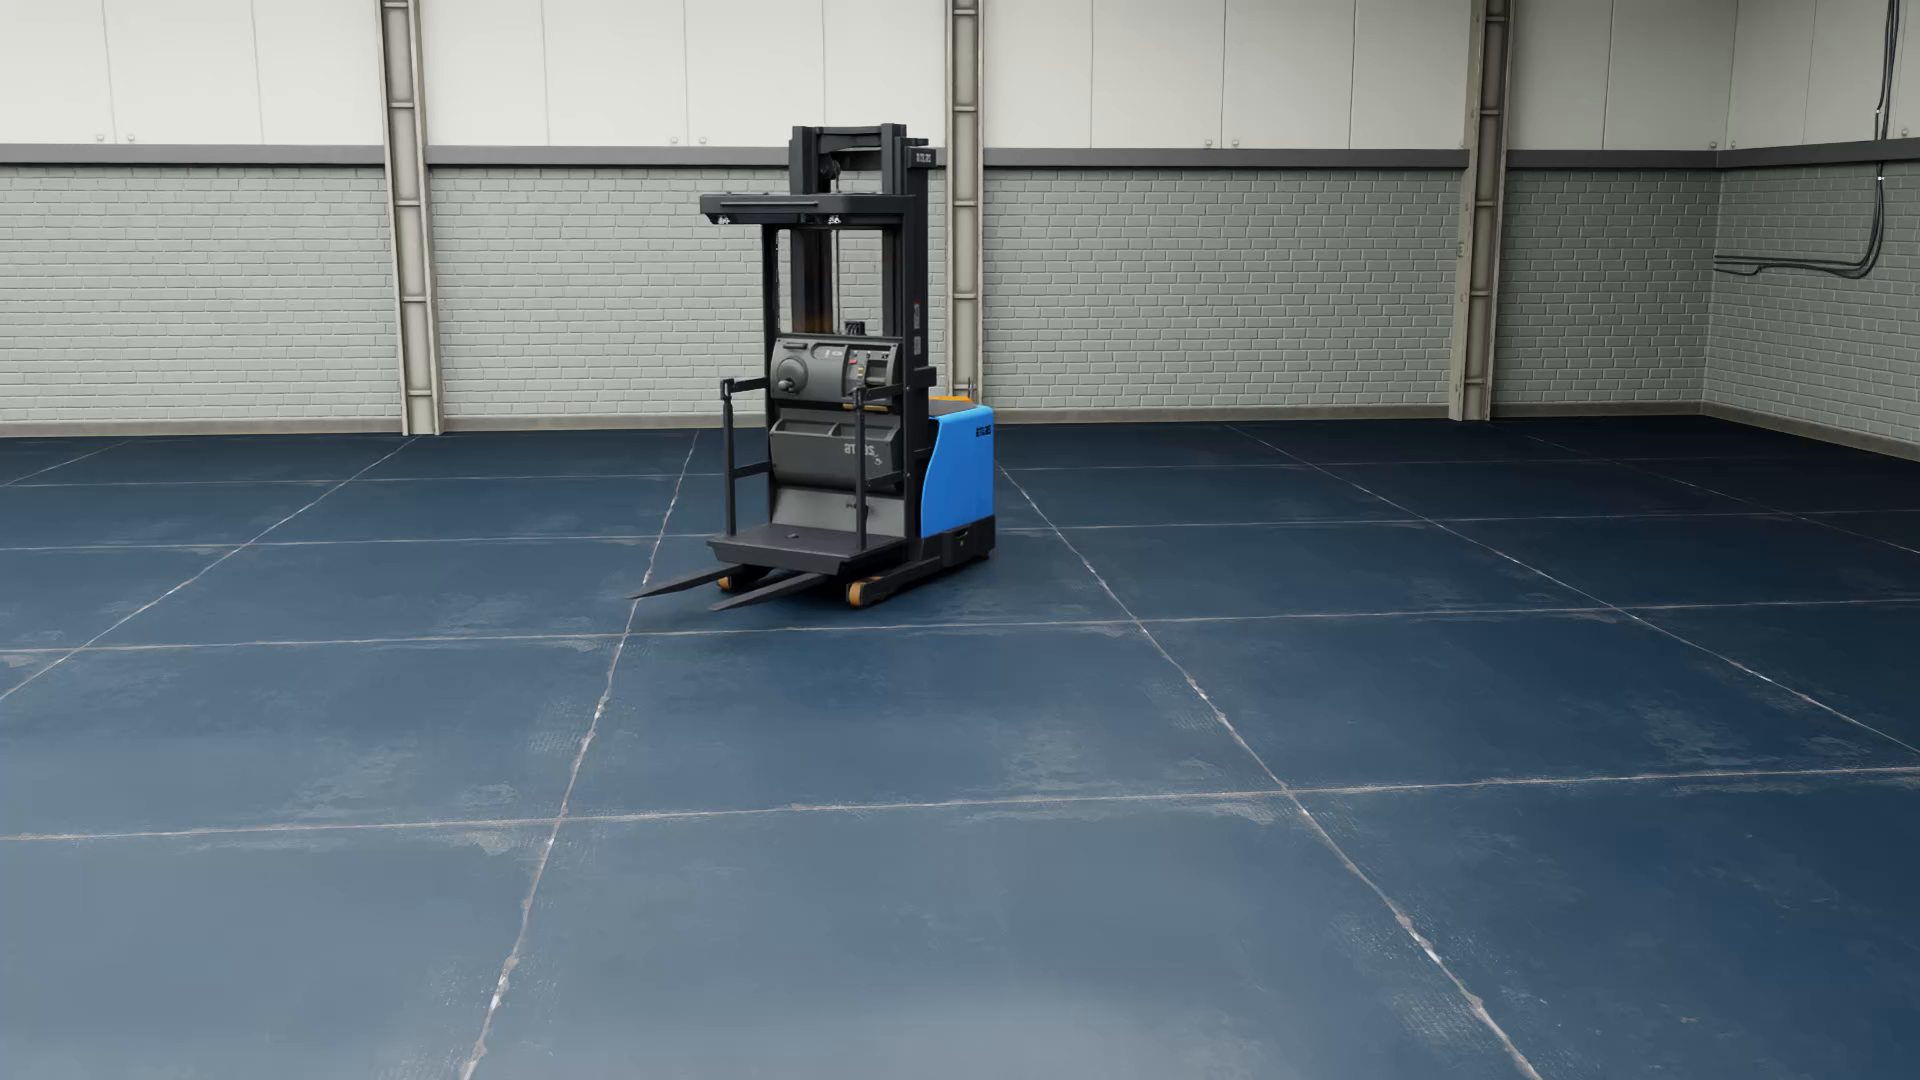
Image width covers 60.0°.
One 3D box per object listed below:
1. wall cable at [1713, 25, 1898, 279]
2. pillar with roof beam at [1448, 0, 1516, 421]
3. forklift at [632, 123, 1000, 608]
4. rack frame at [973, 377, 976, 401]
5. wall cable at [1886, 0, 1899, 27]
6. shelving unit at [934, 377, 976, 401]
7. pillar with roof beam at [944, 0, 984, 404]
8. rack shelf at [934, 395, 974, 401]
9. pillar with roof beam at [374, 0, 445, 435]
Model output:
[{"bbox_3d":[9.081,-4.130,18.096,0.112,2.526,3.097,-1,11,-6],"label":"wall cable"},{"bbox_3d":[6.474,-5.020,14.575,0.400,9.000,9.100,-1,11,-6],"label":"pillar with roof beam"},{"bbox_3d":[-0.873,-1.130,10.516,1.130,2.935,3.031,6,13,29],"label":"forklift"},{"bbox_3d":[0.104,-0.593,12.276,0.015,1.200,0.240,0,11,-2],"label":"rack frame"},{"bbox_3d":[9.373,-6.089,14.970,0.112,2.526,3.097,-1,11,-6],"label":"wall cable"},{"bbox_3d":[-0.140,-0.592,12.270,0.503,1.200,0.258,0,11,-2],"label":"shelving unit"},{"bbox_3d":[0.509,-4.895,13.939,0.400,9.000,9.100,-1,11,-6],"label":"pillar with roof beam"},{"bbox_3d":[-0.140,-0.978,12.194,0.480,0.148,0.258,0,11,-2],"label":"rack shelf"},{"bbox_3d":[-5.456,-4.770,13.304,0.400,9.000,9.100,-1,11,-6],"label":"pillar with roof beam"}]
